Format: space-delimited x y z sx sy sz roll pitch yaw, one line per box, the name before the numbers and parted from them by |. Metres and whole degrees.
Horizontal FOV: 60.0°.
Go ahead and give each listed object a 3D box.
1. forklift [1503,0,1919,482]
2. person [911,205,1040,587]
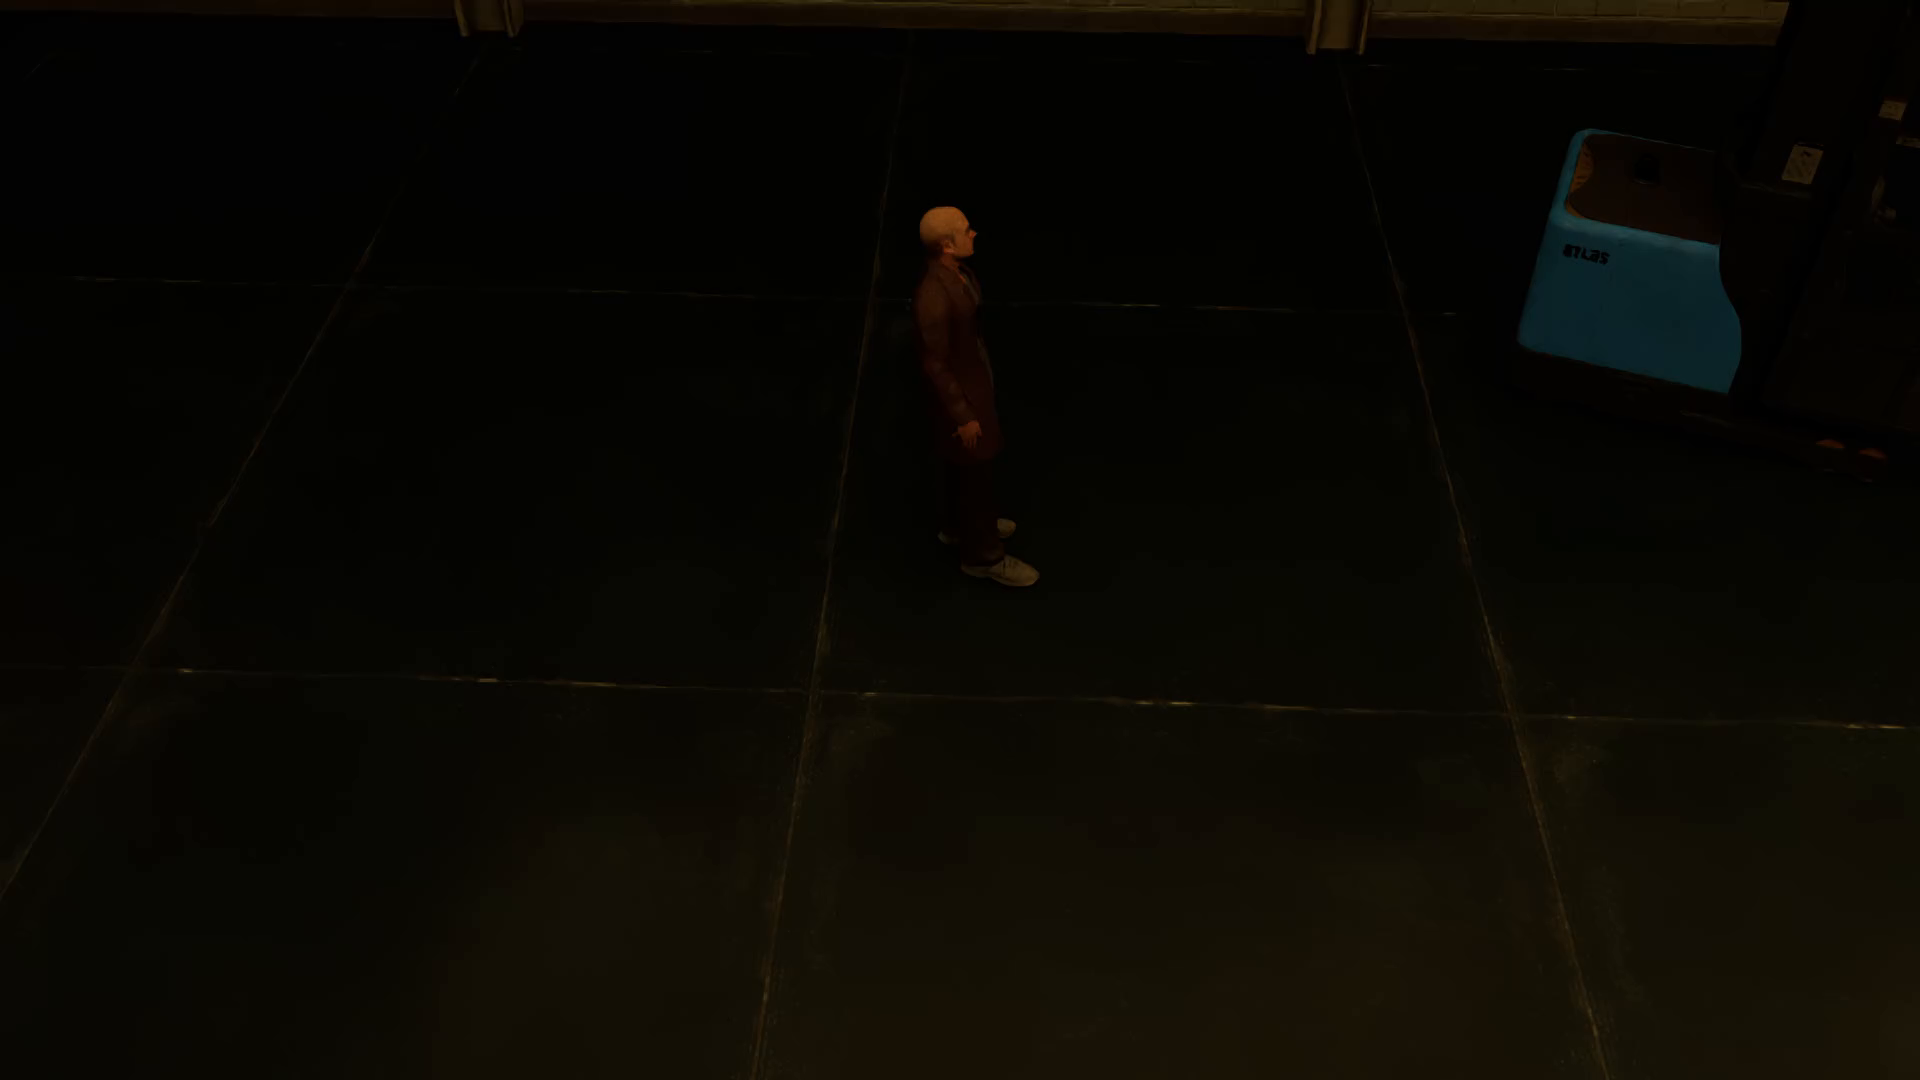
forklift | 4.423 -1.778 7.689 3.031 2.935 1.130 16 45 16
person | 0.091 -0.656 7.305 0.580 1.776 0.694 2 42 2
